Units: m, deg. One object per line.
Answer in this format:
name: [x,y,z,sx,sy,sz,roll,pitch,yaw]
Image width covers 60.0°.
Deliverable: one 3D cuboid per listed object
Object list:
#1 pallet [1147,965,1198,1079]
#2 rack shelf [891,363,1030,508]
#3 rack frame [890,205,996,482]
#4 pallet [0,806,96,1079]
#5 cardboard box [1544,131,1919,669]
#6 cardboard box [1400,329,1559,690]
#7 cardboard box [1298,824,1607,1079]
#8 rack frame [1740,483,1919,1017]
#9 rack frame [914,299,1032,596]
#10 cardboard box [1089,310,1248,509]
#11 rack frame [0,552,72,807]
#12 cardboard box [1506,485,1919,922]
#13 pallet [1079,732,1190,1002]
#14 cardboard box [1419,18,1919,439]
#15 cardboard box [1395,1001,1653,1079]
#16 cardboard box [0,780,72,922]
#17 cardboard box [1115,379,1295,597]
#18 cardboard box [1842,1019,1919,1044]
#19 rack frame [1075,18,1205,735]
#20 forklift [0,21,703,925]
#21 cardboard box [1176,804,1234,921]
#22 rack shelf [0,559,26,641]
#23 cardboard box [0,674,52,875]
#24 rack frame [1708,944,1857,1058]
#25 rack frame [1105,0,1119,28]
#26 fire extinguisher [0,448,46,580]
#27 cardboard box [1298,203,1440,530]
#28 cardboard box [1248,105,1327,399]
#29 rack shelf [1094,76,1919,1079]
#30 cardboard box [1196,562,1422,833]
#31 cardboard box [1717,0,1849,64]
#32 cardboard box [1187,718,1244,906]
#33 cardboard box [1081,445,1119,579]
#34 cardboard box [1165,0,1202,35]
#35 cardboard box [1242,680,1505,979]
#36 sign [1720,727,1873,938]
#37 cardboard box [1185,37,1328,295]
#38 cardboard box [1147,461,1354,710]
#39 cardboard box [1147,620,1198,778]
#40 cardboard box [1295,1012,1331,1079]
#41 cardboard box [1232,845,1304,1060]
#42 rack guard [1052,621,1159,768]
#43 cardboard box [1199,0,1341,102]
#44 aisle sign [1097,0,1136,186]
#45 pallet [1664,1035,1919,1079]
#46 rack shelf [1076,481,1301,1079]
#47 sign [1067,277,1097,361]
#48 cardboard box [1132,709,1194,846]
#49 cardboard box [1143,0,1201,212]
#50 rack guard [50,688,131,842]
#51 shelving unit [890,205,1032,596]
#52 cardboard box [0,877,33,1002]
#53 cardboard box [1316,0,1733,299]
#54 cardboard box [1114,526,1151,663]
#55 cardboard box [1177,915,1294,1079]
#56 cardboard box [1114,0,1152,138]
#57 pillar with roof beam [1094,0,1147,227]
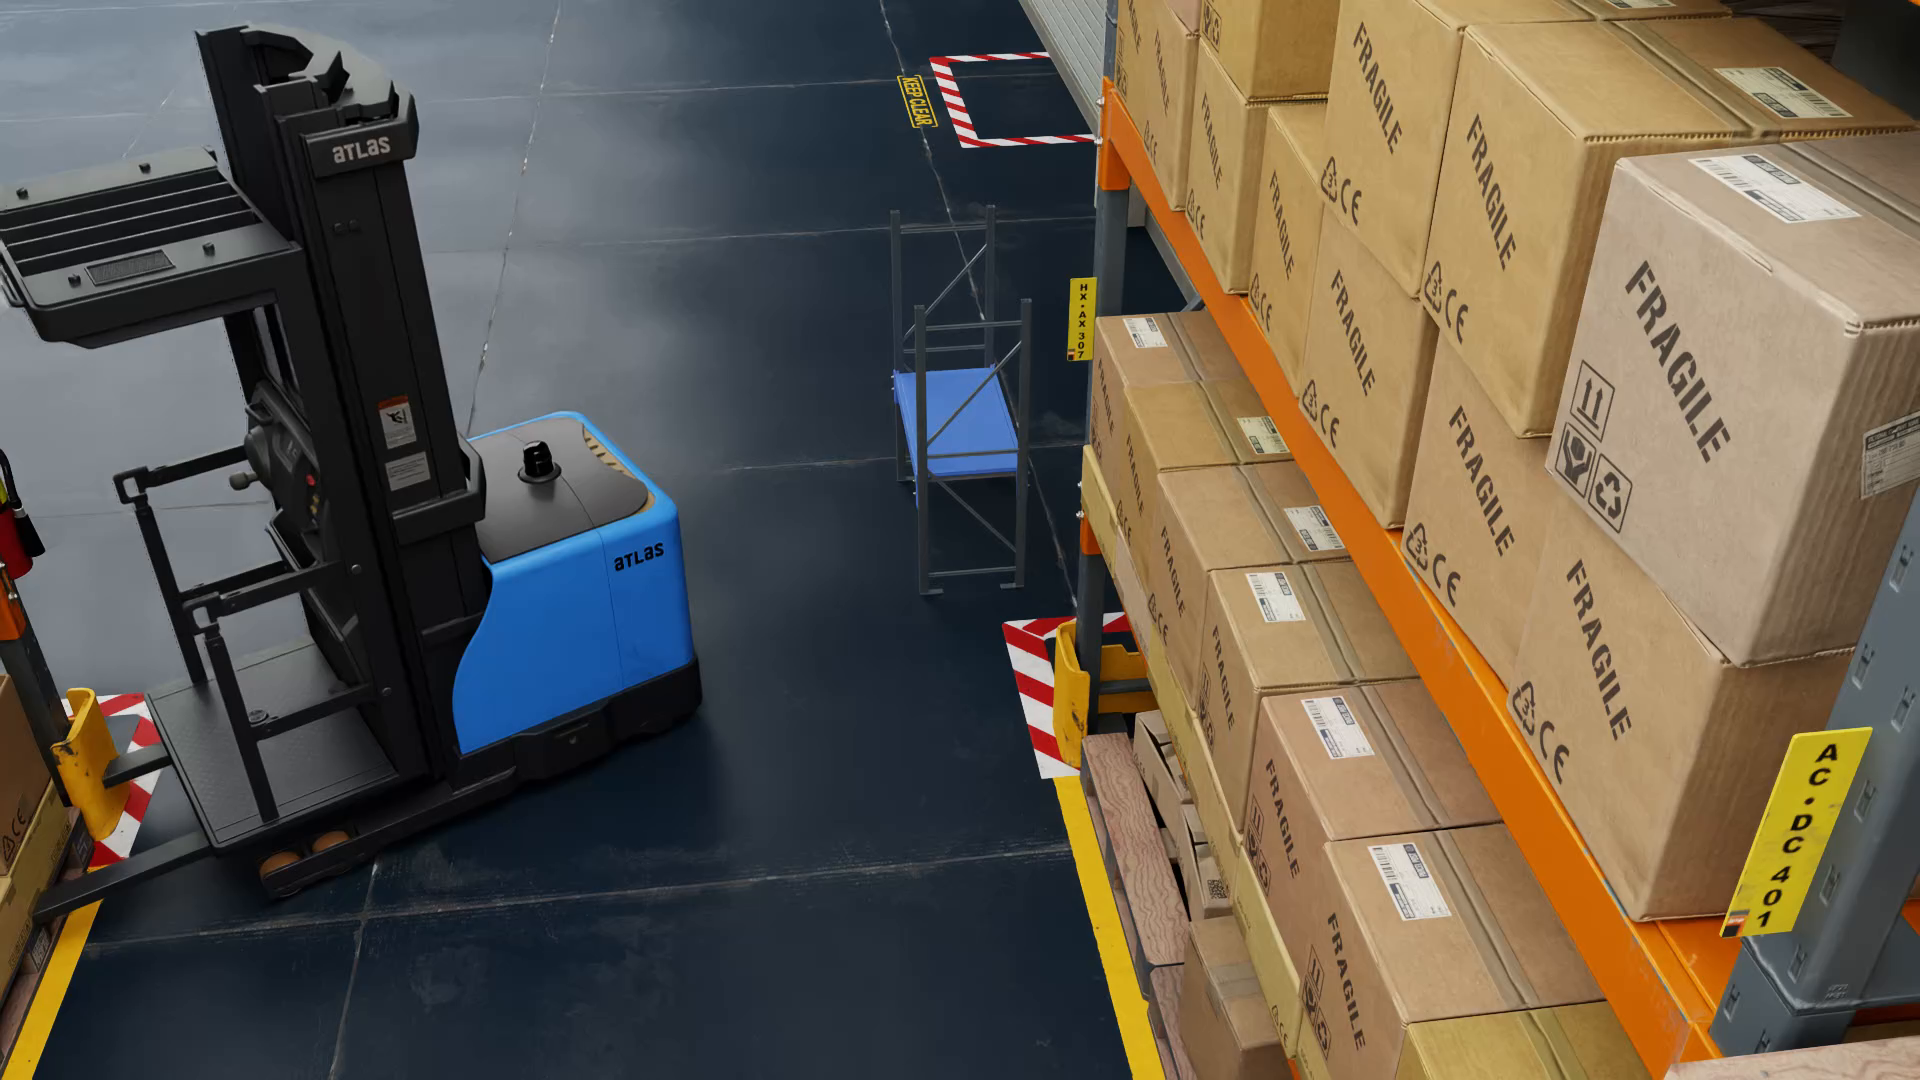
pallet: [1.225,1.854,5.341,1.003,0.211,1.213,-4,35,-6]
rack shelf: [-0.011,-0.519,7.999,0.538,0.185,1.000,-4,35,-6]
rack frame: [-0.080,-0.951,8.314,0.500,1.500,0.032,-4,35,-6]
pallet: [-3.785,1.477,5.894,1.003,0.211,1.213,-4,35,-6]
cardboard box: [1.181,-0.205,2.229,0.500,0.500,0.500,-7,35,-10]
cardboard box: [1.149,-0.079,2.932,0.500,0.500,0.500,-7,35,-10]
cardboard box: [1.074,0.982,3.595,0.500,0.500,0.500,-5,35,-7]
rack frame: [1.517,-0.723,1.319,1.000,3.000,0.127,-4,35,-6]
rack frame: [0.057,-0.384,7.481,0.500,1.500,0.032,-4,35,-6]
cardboard box: [0.746,-0.443,5.685,0.500,0.500,0.500,-4,35,-6]
rack frame: [-3.929,-0.098,5.731,1.000,3.000,0.127,-4,35,-6]
cardboard box: [1.204,0.203,2.518,0.500,0.500,0.500,-3,34,-5]
pallet: [1.064,1.175,6.338,1.003,0.211,1.213,-4,35,-6]
cardboard box: [1.097,-0.511,2.679,0.500,0.500,0.500,-3,34,-4]
cardboard box: [1.147,1.260,3.187,0.500,0.500,0.500,-4,35,-6]
cardboard box: [-3.564,1.141,5.980,0.500,0.250,0.500,-4,35,-6]
cardboard box: [0.802,-0.166,5.280,0.500,0.500,0.500,-4,35,-6]
cardboard box: [1.661,1.222,3.242,0.500,0.500,0.500,-5,35,-7]
rack frame: [0.979,-0.476,6.284,1.000,3.000,0.127,-4,35,-6]
forklift: [-2.602,-0.206,5.949,3.031,2.935,1.130,-22,40,-28]
cardboard box: [1.060,1.165,5.874,0.500,0.311,0.500,-2,34,-2]
rack shelf: [-3.660,1.315,4.296,1.077,0.370,4.000,-4,35,-6]
cardboard box: [-3.562,0.831,5.770,0.500,0.500,0.500,-4,35,-6]
rack frame: [1.517,1.757,3.009,1.000,3.000,0.127,-4,35,-6]
rack frame: [0.979,-2.955,4.595,1.000,3.000,0.127,-4,35,-6]
fire extinguisher: [-3.484,-0.167,5.901,0.296,0.674,0.183,-4,35,-6]
cardboard box: [1.037,-0.385,3.381,0.500,0.500,0.500,-6,35,-8]
cardboard box: [0.980,-0.670,3.799,0.500,0.500,0.500,-2,34,-3]
rack shelf: [1.248,-0.302,4.004,1.077,0.370,4.000,-4,35,-6]
cardboard box: [0.947,0.410,4.434,0.500,0.500,0.500,-3,34,-5]
cardboard box: [1.485,-1.095,3.536,0.500,0.500,0.500,-4,35,-6]
cardboard box: [0.943,0.730,4.630,0.500,0.250,0.500,-4,34,-6]
cardboard box: [0.730,-0.126,5.886,0.500,0.250,0.500,-5,35,-8]
cardboard box: [0.808,-1.661,4.365,0.500,0.500,0.500,-5,35,-7]
cardboard box: [1.017,0.700,4.009,0.500,0.500,0.500,-5,35,-8]
sign: [0.981,0.349,1.952,0.100,0.325,0.005,-4,35,-6]
cardboard box: [0.887,-0.967,4.236,0.500,0.500,0.500,-3,34,-4]
cardboard box: [0.865,0.123,4.856,0.500,0.500,0.500,-5,35,-8]
cardboard box: [0.877,0.448,5.045,0.500,0.250,0.500,-5,35,-7]
cardboard box: [1.094,1.290,3.809,0.500,0.250,0.500,-4,35,-6]
cardboard box: [1.011,1.011,4.219,0.500,0.250,0.500,-5,35,-7]
rack guard: [0.990,0.600,6.926,1.175,0.500,0.348,-4,35,-6]
cardboard box: [0.888,-1.376,3.947,0.500,0.500,0.500,-3,34,-5]
aisle sign: [0.672,-1.567,5.578,0.394,0.787,0.004,-4,35,-6]
pallet: [1.495,0.947,1.700,1.213,0.211,1.003,-4,35,-6]
rack shelf: [1.248,0.938,4.849,1.077,0.370,4.000,-4,35,-6]
sign: [0.442,-0.792,5.980,0.100,0.325,0.005,-4,35,-6]
cardboard box: [0.983,0.847,6.341,0.500,0.311,0.500,-8,35,-12]
cardboard box: [0.813,-1.257,4.660,0.500,0.500,0.500,-2,34,-3]
rack guard: [-3.932,0.921,6.454,1.175,0.500,0.348,-4,35,-6]
shelving unit: [-0.011,-0.667,7.897,0.538,1.500,1.048,-4,35,-6]
cardboard box: [-3.485,1.419,5.572,0.500,0.250,0.500,-4,35,-6]
cardboard box: [1.016,-0.800,3.103,0.500,0.500,0.500,-6,35,-8]
cardboard box: [0.814,0.163,5.462,0.500,0.250,0.500,-5,35,-8]
cardboard box: [1.109,1.500,5.215,0.700,0.500,0.500,-6,35,-9]
cardboard box: [0.777,-1.559,5.104,0.500,0.500,0.500,-4,34,-5]
pillar with roof beam: [-3.142,-5.652,8.552,9.100,9.000,0.400,-4,35,-6]
